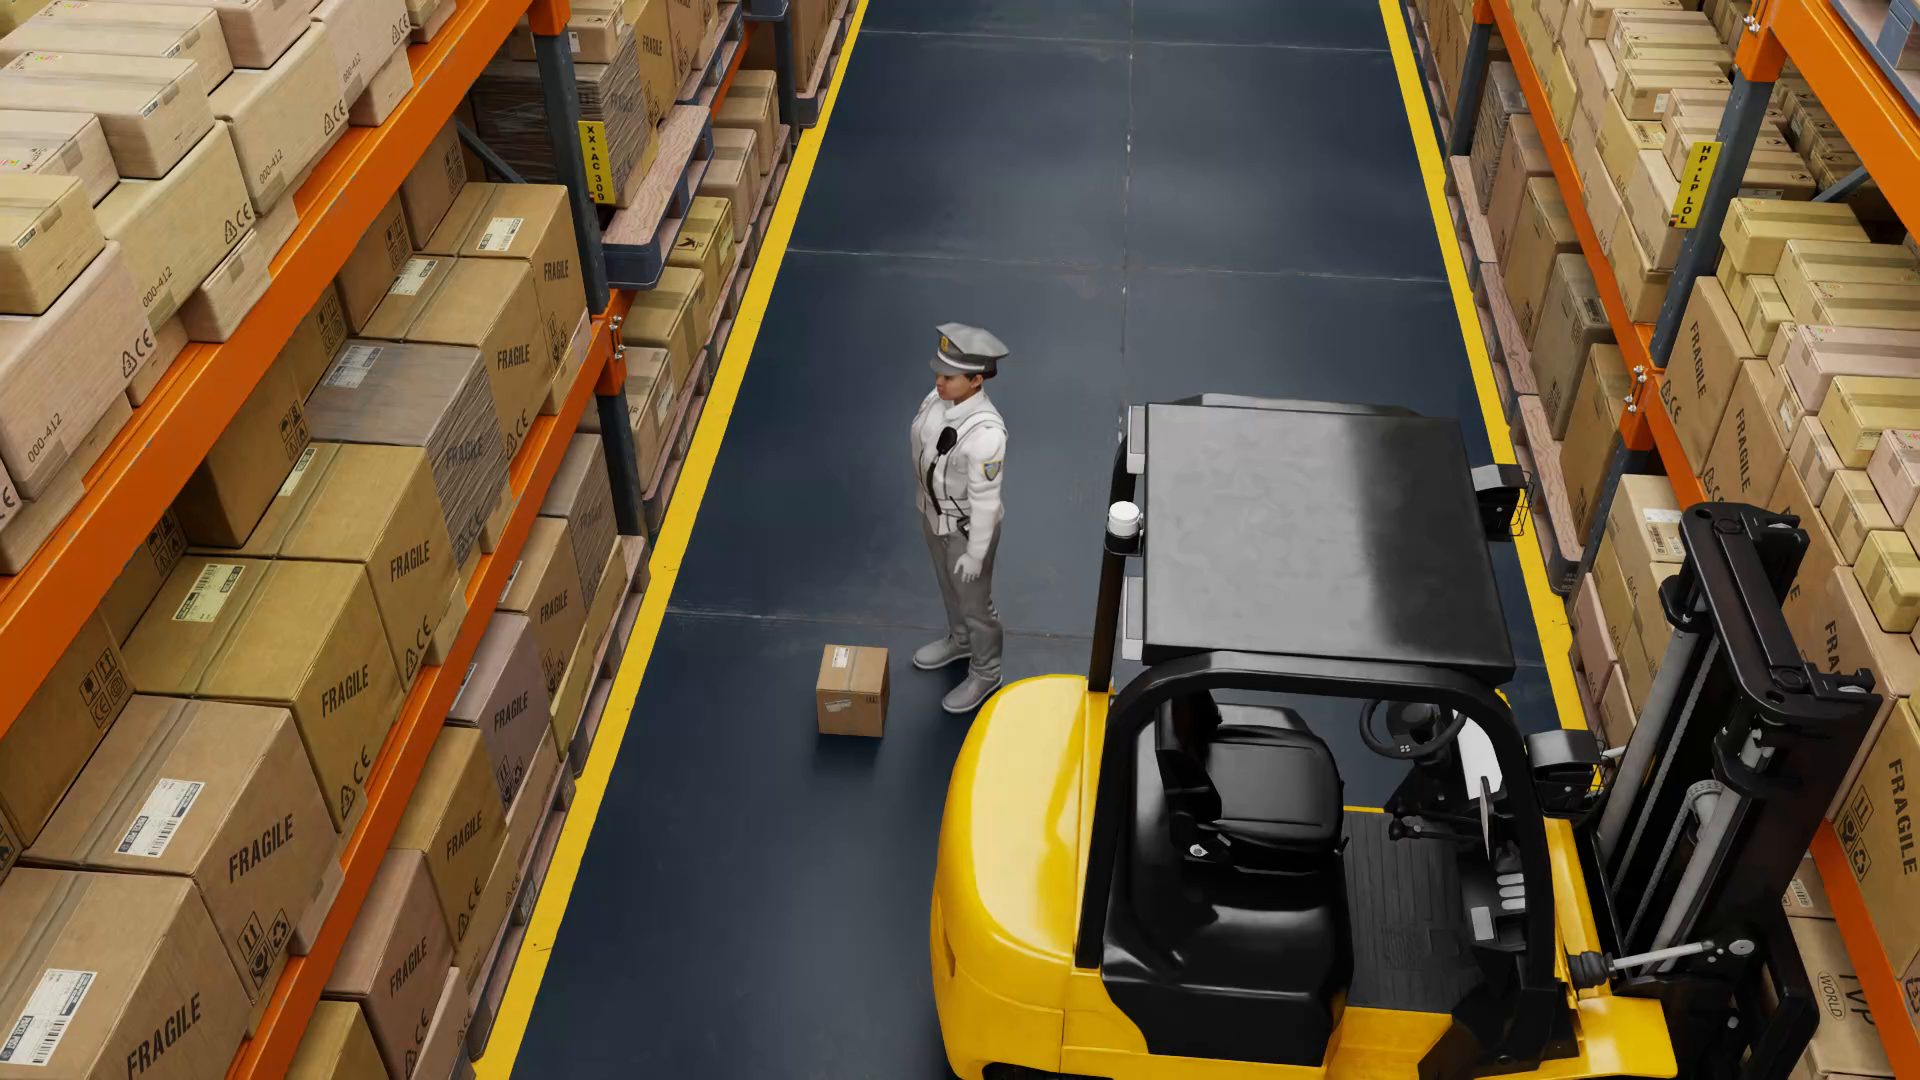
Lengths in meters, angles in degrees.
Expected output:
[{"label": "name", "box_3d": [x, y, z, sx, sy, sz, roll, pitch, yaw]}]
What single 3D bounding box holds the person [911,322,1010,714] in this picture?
[{"label": "person", "box_3d": [-0.004, -0.069, 6.216, 0.345, 1.692, 0.468, -15, 43, -17]}]
